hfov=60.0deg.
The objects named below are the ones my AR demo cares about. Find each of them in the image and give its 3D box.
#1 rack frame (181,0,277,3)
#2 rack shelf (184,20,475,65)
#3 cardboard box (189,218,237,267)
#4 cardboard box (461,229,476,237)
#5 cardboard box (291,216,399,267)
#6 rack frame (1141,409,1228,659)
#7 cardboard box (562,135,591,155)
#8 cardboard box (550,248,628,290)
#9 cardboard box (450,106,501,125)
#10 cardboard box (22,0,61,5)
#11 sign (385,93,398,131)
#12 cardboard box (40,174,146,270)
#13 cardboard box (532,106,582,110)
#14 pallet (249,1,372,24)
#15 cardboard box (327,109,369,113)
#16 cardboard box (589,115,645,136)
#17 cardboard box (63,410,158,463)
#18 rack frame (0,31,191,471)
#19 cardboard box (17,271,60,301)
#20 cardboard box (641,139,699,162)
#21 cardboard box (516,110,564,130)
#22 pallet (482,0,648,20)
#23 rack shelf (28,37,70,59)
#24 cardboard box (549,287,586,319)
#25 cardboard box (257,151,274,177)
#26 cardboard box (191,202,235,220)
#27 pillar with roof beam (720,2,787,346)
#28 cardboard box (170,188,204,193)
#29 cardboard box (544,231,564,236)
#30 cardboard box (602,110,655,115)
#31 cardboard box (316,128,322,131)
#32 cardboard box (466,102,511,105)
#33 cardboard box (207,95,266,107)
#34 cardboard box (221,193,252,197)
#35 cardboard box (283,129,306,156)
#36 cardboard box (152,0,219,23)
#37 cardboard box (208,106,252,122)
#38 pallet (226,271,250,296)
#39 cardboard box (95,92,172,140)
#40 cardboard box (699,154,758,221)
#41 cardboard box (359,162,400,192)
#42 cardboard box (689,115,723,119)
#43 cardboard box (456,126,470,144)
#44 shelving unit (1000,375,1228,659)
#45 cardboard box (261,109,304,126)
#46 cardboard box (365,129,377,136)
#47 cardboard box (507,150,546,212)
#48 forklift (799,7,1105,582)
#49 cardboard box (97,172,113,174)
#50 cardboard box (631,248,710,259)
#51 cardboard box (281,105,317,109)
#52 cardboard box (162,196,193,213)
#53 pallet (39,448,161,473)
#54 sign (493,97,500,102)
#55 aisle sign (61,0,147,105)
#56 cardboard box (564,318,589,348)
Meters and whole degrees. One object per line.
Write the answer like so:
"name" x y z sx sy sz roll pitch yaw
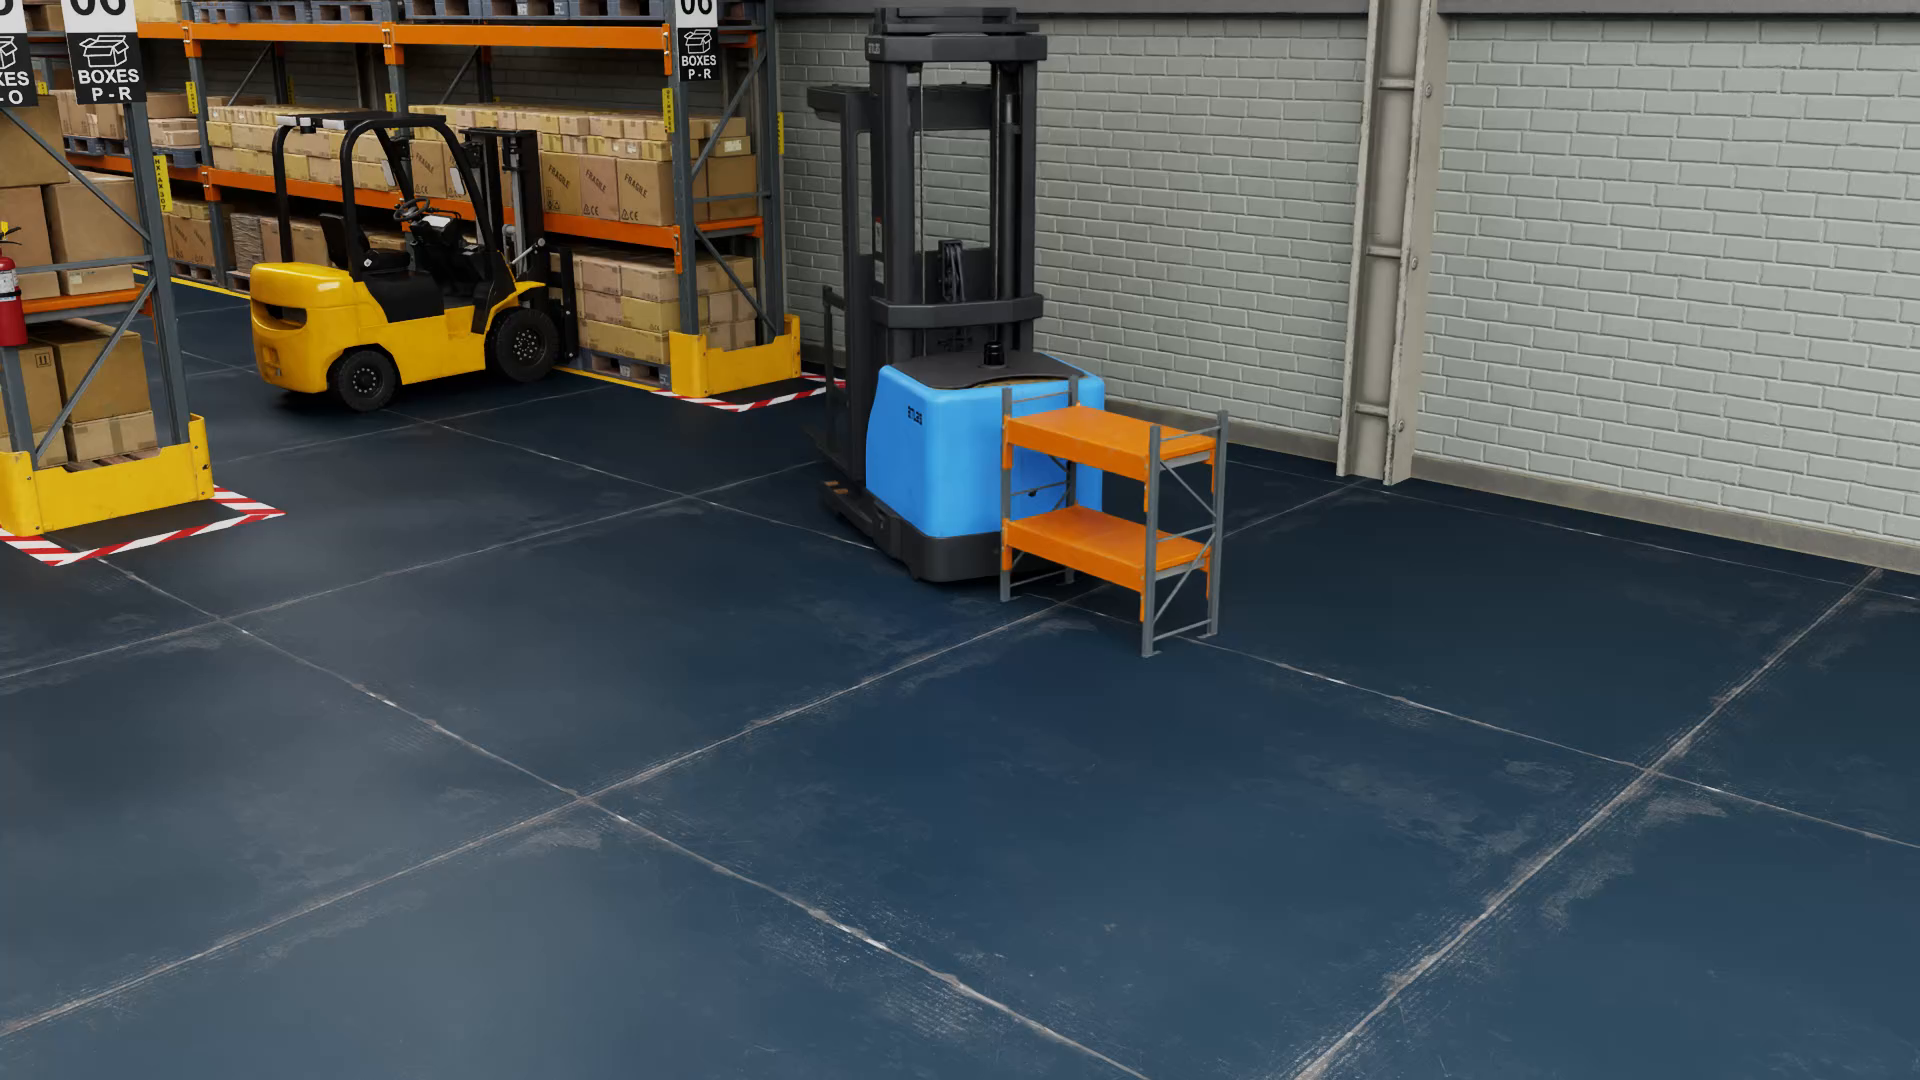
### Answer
"rack frame" -7.823 -7.181 17.363 0.127 3.000 1.000 15 23 39
"rack shelf" -6.327 -5.007 16.660 4.000 0.370 1.077 15 23 39
"cardboard box" -8.282 -3.367 18.700 0.500 0.500 0.500 16 24 41
"cardboard box" -4.677 -2.717 15.411 0.500 0.250 0.500 15 23 38
"cardboard box" -6.368 -2.997 17.328 0.625 0.625 0.875 14 22 37
"rack frame" 1.060 -0.028 7.839 0.500 1.125 0.032 -14 22 -38
"cardboard box" -3.058 -3.284 13.764 0.250 0.149 0.380 14 22 38
"cardboard box" -3.160 -2.304 14.111 0.500 0.250 0.500 15 23 40
"cardboard box" -4.337 -3.805 14.913 0.250 0.149 0.380 14 23 38
"cardboard box" -5.330 -3.253 9.700 0.500 0.250 0.500 15 23 38
"sign" -5.184 -3.908 15.184 0.005 0.325 0.100 15 23 39
"cardboard box" -5.301 -1.939 10.106 0.500 0.500 0.500 15 23 38
"cardboard box" -3.615 -3.819 14.957 0.250 0.149 0.380 15 23 38
"pallet" -6.417 -5.322 16.775 1.213 0.211 1.003 16 24 42
"cardboard box" -6.284 -4.355 17.138 0.250 0.149 0.380 16 24 41
"cardboard box" -2.803 -3.394 13.618 0.250 0.149 0.380 15 23 40
"cardboard box" -5.551 -0.706 10.728 0.500 0.250 0.500 15 23 39
"rack frame" -5.131 -1.592 9.668 0.127 3.000 1.000 15 23 39
"cardboard box" -5.553 -1.499 9.791 0.250 0.149 0.380 16 24 41
"cardboard box" -2.284 -3.079 13.116 0.250 0.149 0.380 15 23 40
"cardboard box" -3.575 -3.599 14.265 0.250 0.149 0.380 15 23 39
"pallet" -3.267 -4.496 14.007 1.213 0.211 1.003 15 23 39
"rack shelf" -6.627 -3.080 10.589 4.000 0.370 1.077 15 23 39
"cardboard box" -3.179 -2.072 14.208 0.500 0.250 0.500 14 23 38
"cardboard box" -6.890 -3.902 17.196 0.500 0.250 0.500 14 22 38
"cardboard box" -8.360 -3.682 18.619 0.250 0.149 0.380 14 22 37
"pillar with roof beam" -4.619 -4.945 10.316 0.400 9.000 9.100 15 23 39
"cardboard box" -9.351 -4.184 20.202 0.250 0.149 0.380 15 23 40
"cardboard box" -3.945 -2.731 15.458 0.500 0.250 0.500 15 23 38
"cardboard box" -2.849 -3.615 14.315 0.250 0.149 0.380 14 23 38
"cardboard box" -6.209 -4.144 16.472 0.250 0.149 0.380 15 23 40
"cardboard box" -4.392 -4.022 15.595 0.250 0.149 0.380 15 23 39
"cardboard box" -8.104 -4.708 18.629 0.500 0.500 0.500 16 24 42
"cardboard box" -8.568 -3.982 19.565 0.250 0.149 0.380 14 22 37
"cardboard box" -6.501 -4.037 16.796 0.500 0.250 0.500 15 23 40
"cardboard box" -8.368 -5.728 17.991 0.500 0.250 0.500 14 22 37
"cardboard box" -7.780 -4.548 17.746 0.250 0.149 0.380 16 24 41
"pallet" -7.233 -2.819 18.144 1.213 0.211 1.003 15 23 39
"cardboard box" -9.627 -4.963 19.433 0.500 0.500 0.700 15 23 39
"cardboard box" -2.025 -2.925 13.706 0.500 0.500 0.500 16 24 41
"cardboard box" -5.381 -3.489 15.895 0.500 0.250 0.500 16 23 40
"cardboard box" -2.106 -3.397 13.629 0.250 0.149 0.380 16 24 41
"cardboard box" -4.224 -3.588 14.721 0.250 0.149 0.380 16 23 40
"shelving unit" 0.734 -0.146 8.211 0.538 1.125 1.048 -14 22 -38
"cardboard box" -6.958 -4.356 17.140 0.250 0.149 0.380 15 23 40
"cardboard box" -5.439 -3.942 15.835 0.250 0.149 0.380 15 23 38
"cardboard box" -3.530 -3.110 14.287 0.500 0.500 0.500 15 23 40
"forklift" -0.228 -1.583 9.756 1.130 2.935 3.031 -7 19 -21
"cardboard box" -10.682 -4.466 20.599 0.250 0.149 0.380 15 23 38
"cardboard box" -2.449 -2.320 14.163 0.500 0.250 0.500 15 23 39
"cardboard box" -7.022 -4.566 17.803 0.250 0.149 0.380 15 23 39
"cardboard box" -9.107 -3.905 19.325 0.250 0.149 0.380 15 23 38
"pallet" -5.772 -0.449 10.677 1.213 0.211 1.003 15 23 39
"sign" -4.464 -4.095 15.994 0.005 0.325 0.100 15 23 39
"aisle sign" -4.879 -2.889 9.457 0.004 0.787 0.394 15 23 39
"cardboard box" -3.134 -1.832 14.278 0.500 0.250 0.500 15 23 40
